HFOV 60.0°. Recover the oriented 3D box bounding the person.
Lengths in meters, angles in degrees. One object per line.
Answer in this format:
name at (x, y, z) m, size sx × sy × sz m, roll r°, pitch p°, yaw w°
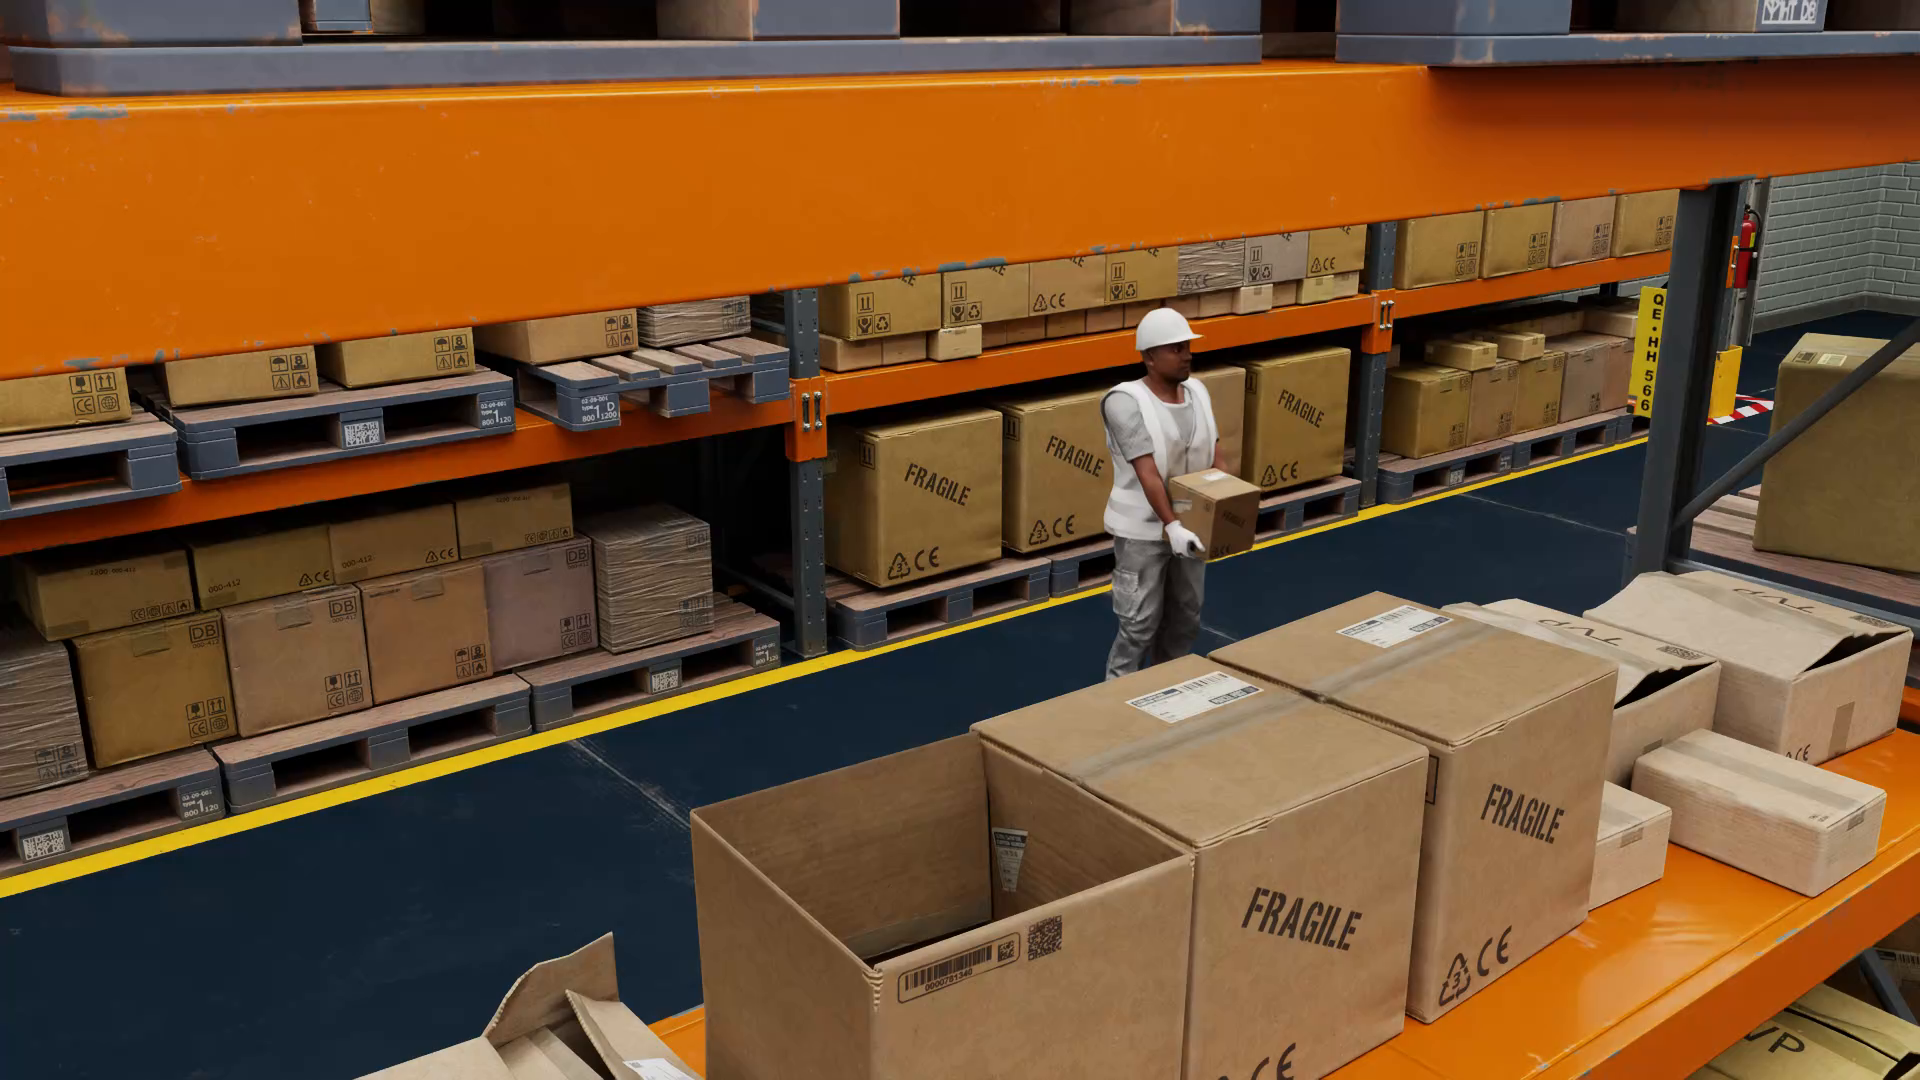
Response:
person at (0.859, -0.004, 6.531) m, size 0.489 × 1.781 × 0.565 m, roll -13°, pitch 22°, yaw -36°
